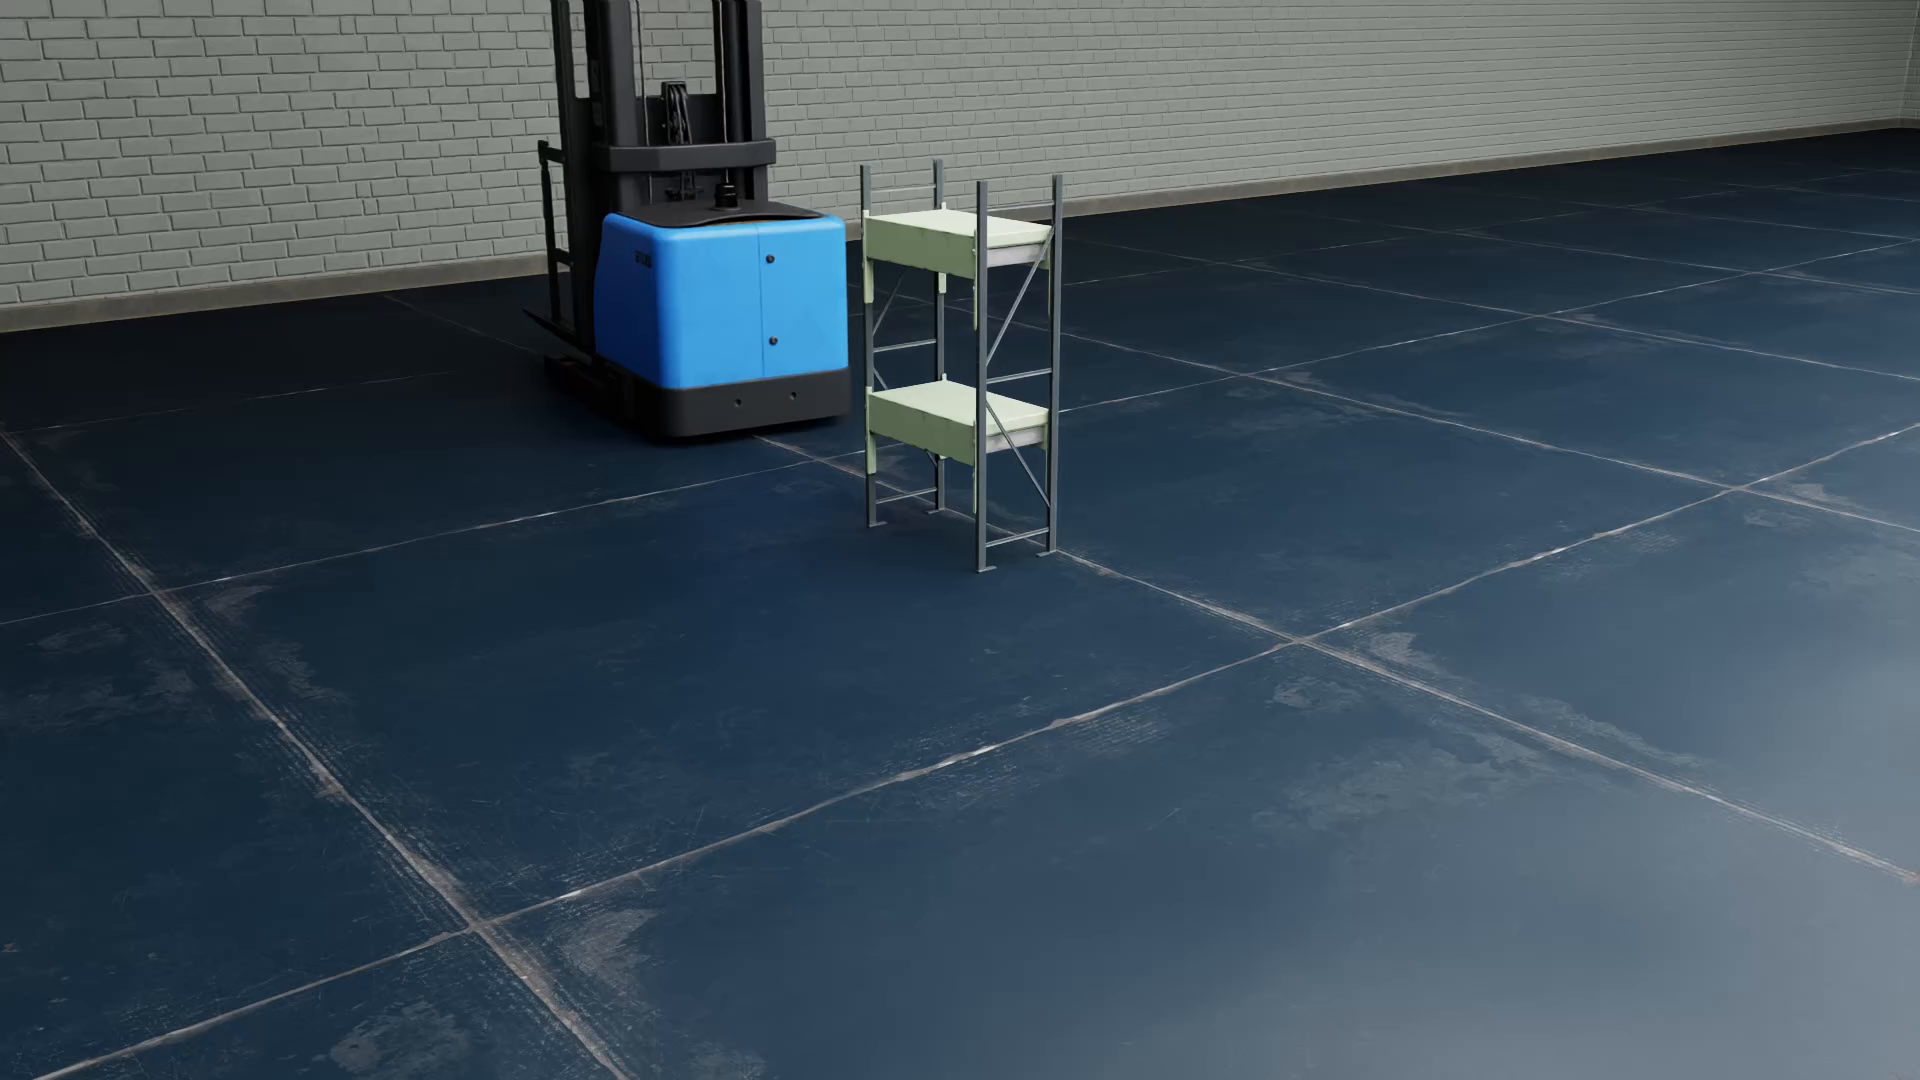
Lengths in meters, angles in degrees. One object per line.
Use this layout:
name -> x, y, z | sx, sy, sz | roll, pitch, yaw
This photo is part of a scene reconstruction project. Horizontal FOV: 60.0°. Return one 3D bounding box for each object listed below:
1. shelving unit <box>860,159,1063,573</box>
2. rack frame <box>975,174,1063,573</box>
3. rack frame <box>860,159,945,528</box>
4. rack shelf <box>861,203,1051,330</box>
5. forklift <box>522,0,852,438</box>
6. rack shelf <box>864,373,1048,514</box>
shelving unit -> -0.004, -0.714, 6.632 | 0.431, 1.500, 0.755 | -14, 23, -36
rack frame -> 0.223, -0.623, 6.359 | 0.400, 1.500, 0.023 | -14, 23, -36
rack frame -> -0.231, -0.804, 6.904 | 0.400, 1.500, 0.023 | -14, 23, -36
rack shelf -> -0.004, -1.084, 6.509 | 0.431, 0.370, 0.720 | -14, 23, -36
forklift -> -1.742, -2.308, 9.171 | 1.130, 2.935, 3.031 | -10, 21, -29
rack shelf -> -0.004, -0.404, 6.734 | 0.431, 0.370, 0.720 | -14, 23, -36
